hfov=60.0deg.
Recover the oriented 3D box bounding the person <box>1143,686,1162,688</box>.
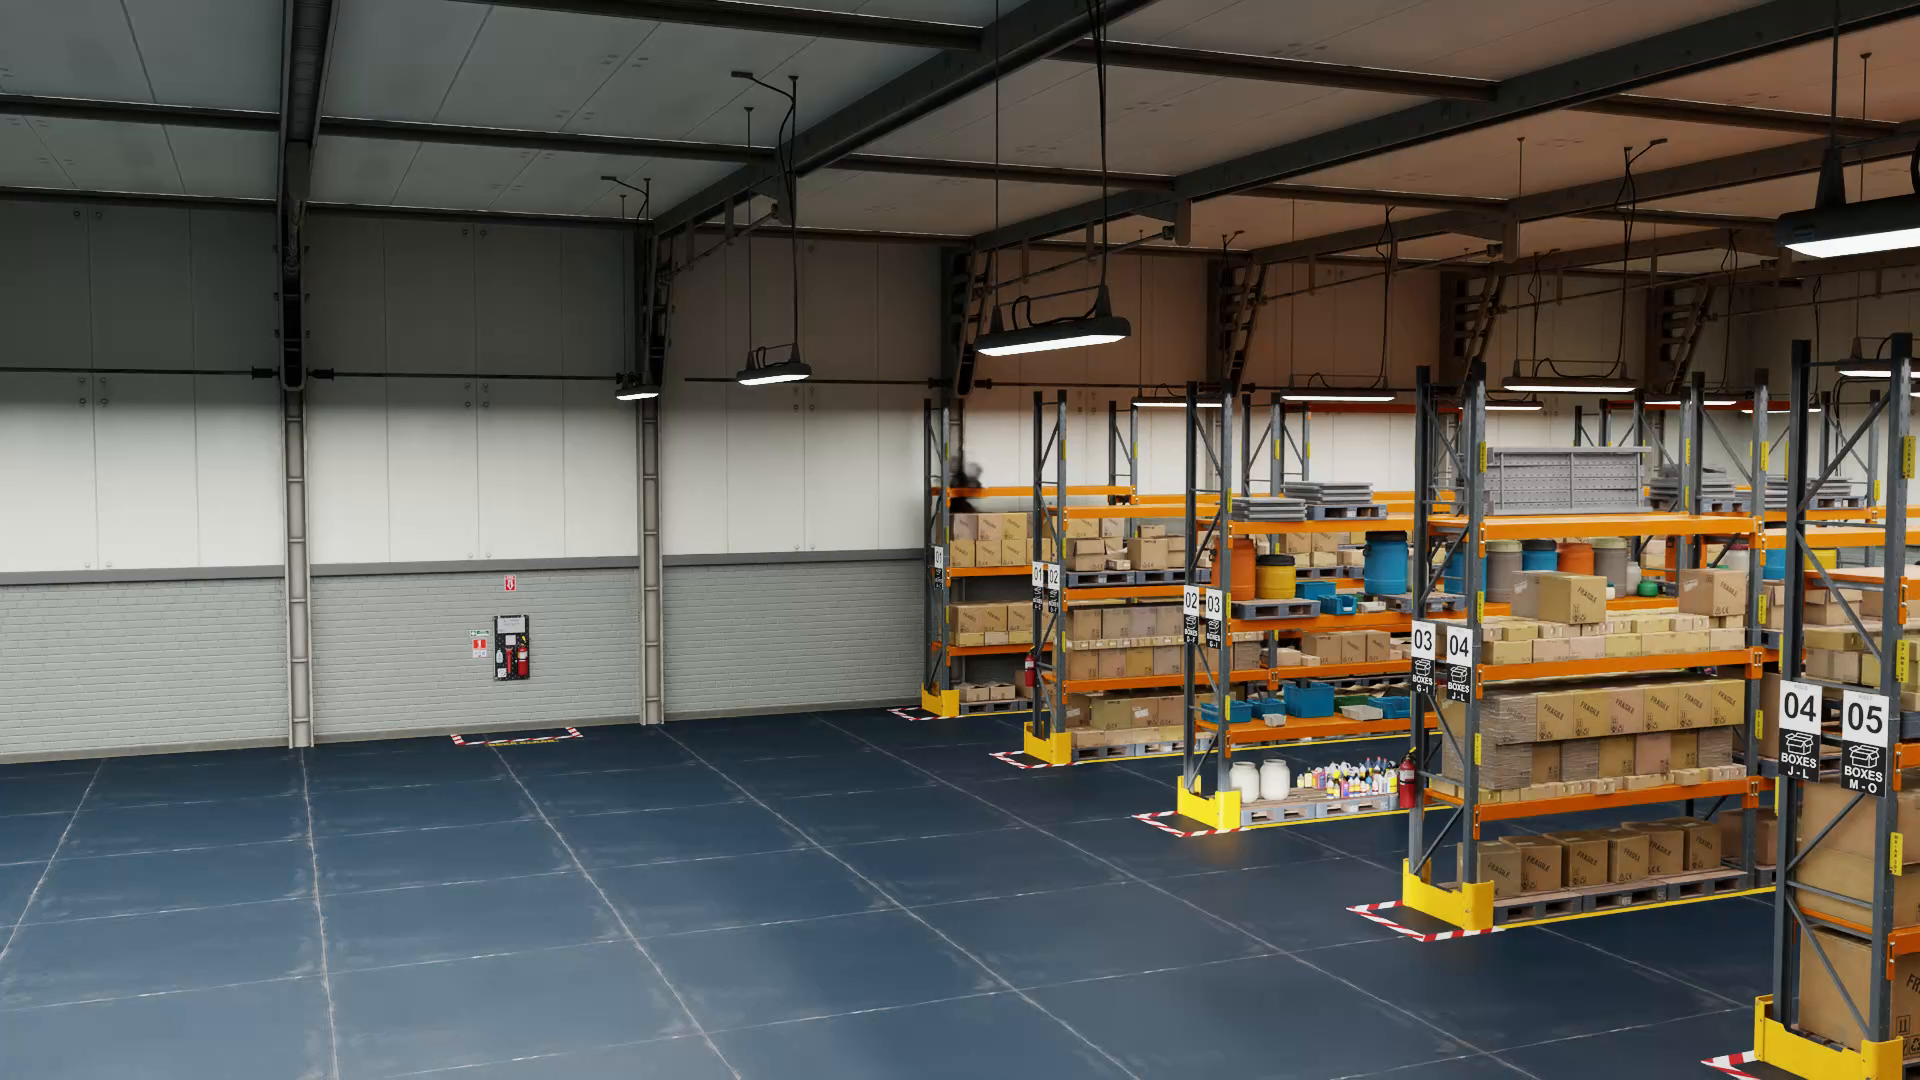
[{"bbox_3d":[3.574,2.557,30.194,0.830,1.688,0.589,-2,4,-28],"label":"person"}]
